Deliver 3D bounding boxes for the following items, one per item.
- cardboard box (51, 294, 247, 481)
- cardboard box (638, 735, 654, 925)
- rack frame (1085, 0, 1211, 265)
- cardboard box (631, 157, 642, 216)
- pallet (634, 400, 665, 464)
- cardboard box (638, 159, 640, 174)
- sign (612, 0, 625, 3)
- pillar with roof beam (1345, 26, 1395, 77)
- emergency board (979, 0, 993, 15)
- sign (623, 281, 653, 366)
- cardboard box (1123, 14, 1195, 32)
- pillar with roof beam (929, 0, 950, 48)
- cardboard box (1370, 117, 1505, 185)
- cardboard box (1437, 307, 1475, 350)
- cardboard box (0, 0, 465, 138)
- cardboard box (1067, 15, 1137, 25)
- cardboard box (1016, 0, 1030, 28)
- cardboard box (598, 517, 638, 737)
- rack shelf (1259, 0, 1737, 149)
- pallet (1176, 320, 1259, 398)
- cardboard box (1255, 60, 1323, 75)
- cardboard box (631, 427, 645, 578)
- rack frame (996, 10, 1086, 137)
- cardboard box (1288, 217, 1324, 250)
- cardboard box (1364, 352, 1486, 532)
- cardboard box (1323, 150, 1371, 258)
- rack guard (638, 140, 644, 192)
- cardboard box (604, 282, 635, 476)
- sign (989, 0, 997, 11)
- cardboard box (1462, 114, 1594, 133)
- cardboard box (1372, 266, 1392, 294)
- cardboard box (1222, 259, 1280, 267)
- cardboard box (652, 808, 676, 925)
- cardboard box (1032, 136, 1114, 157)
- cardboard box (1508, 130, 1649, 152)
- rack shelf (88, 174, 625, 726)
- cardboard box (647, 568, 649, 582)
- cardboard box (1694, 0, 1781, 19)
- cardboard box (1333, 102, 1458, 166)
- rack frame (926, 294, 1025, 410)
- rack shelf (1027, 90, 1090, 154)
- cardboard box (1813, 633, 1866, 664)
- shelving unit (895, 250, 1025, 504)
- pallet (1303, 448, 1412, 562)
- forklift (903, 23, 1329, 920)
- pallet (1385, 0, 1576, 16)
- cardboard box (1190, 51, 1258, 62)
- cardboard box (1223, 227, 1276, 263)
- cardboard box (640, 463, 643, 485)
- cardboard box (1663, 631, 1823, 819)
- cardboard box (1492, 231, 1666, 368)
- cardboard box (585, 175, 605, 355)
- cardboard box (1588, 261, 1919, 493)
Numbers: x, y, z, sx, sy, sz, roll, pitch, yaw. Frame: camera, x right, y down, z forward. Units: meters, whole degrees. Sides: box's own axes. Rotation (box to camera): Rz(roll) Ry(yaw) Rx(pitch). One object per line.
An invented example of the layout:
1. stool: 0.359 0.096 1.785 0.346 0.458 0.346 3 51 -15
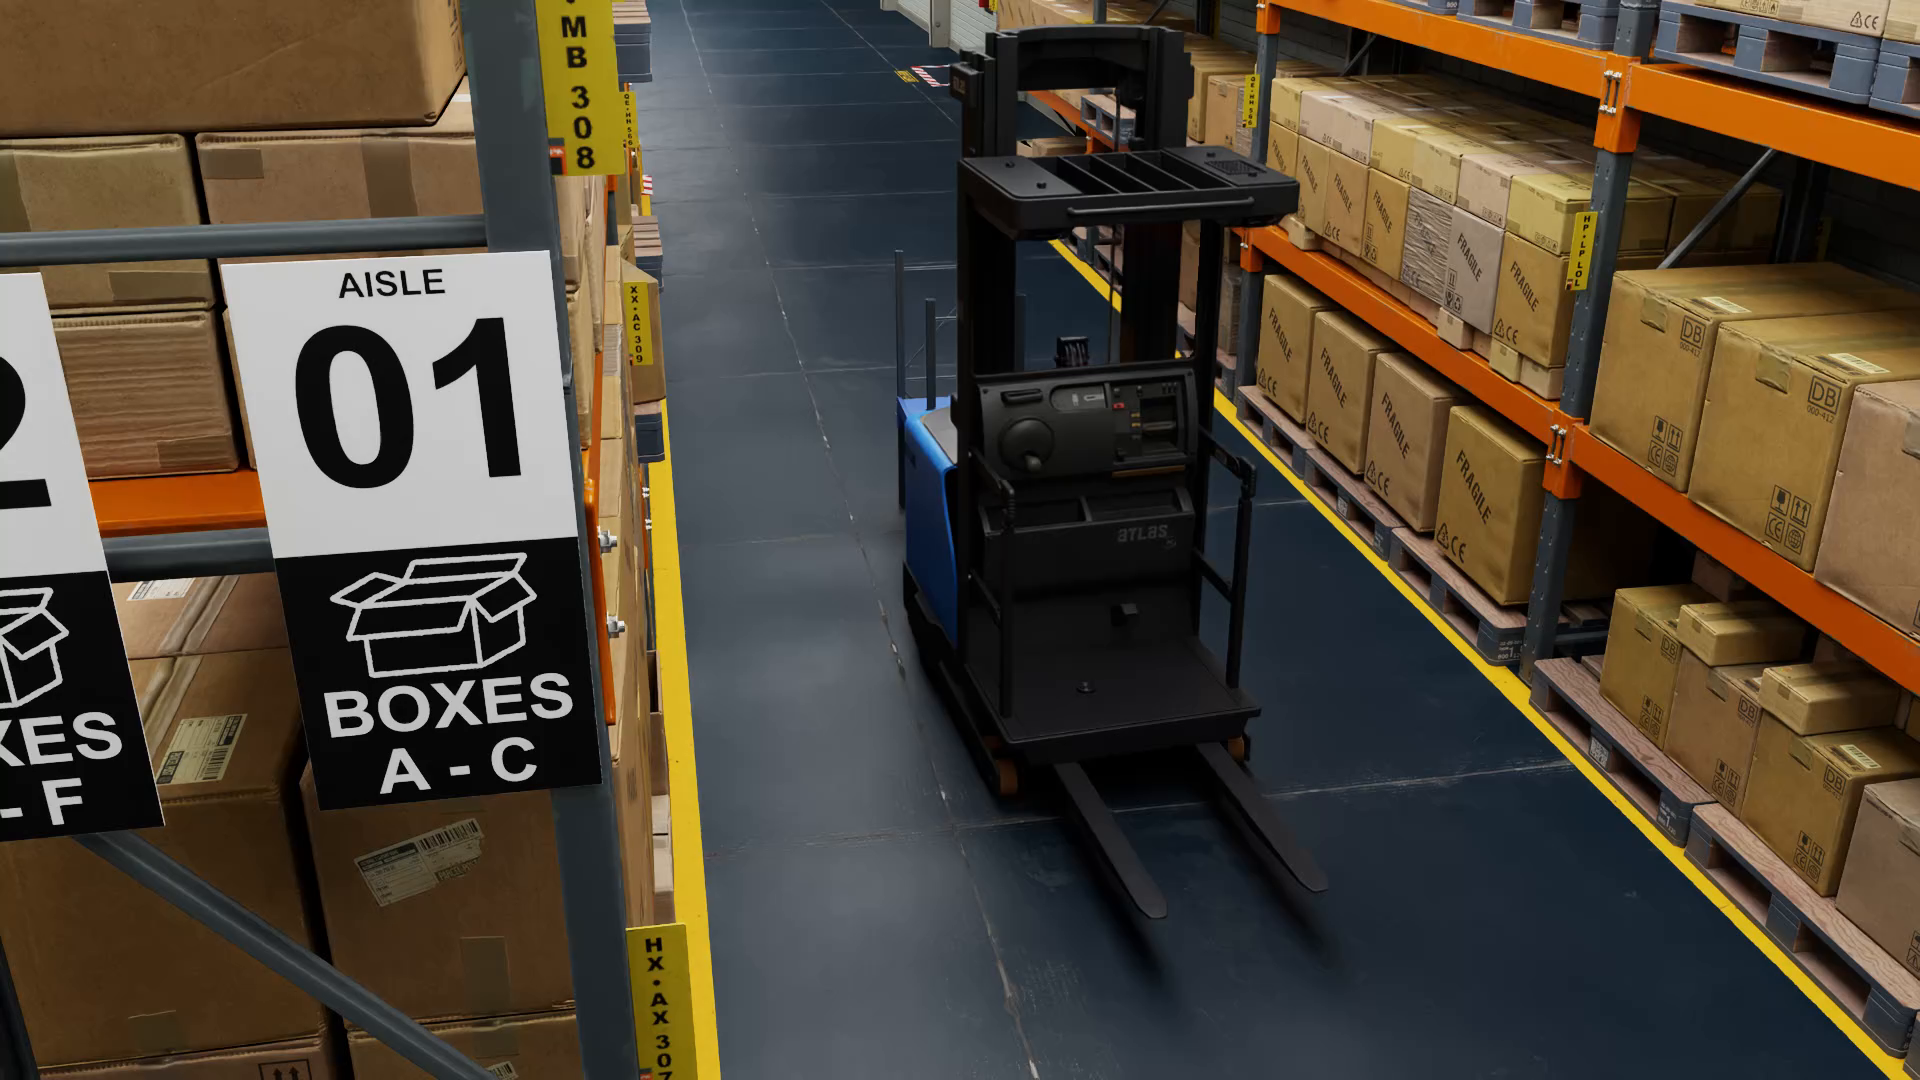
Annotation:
1. cardboard box: -1.370 -0.294 2.614 0.500 0.250 0.500 -4 24 -10
2. cardboard box: -0.940 0.752 3.655 0.500 0.500 0.500 -5 24 -10
3. rack frame: 1.633 -3.893 14.417 1.000 3.000 0.127 -4 24 -10
4. cardboard box: -3.013 -3.007 14.361 0.500 0.500 0.500 -4 24 -10
5. pallet: -1.796 -0.613 7.146 1.003 0.211 1.213 -4 24 -10
6. cardboard box: -3.384 -3.793 16.162 0.500 0.500 0.500 -4 24 -10
7. sign: -1.224 -2.033 5.764 0.100 0.325 0.005 -4 24 -10
8. pillar with roof beam: -1.249 -5.326 10.201 9.100 9.000 0.400 -4 24 -10
9. emergency board: 0.343 -8.590 25.171 0.194 1.169 0.643 -4 24 -10
10. sign: -1.224 -0.818 6.295 0.100 0.325 0.005 -4 24 -10
11. cardboard box: 1.751 -4.378 14.751 0.500 0.500 0.500 -5 24 -11
12. pillar with roof beam: -4.577 -12.406 26.412 9.100 9.000 0.400 -4 24 -10
13. cardboard box: 2.500 -2.049 8.736 0.500 0.250 0.500 -5 24 -11
14. cardboard box: 2.591 -1.055 8.207 0.380 0.149 0.250 -4 24 -10
15. cardboard box: -1.127 -0.885 2.406 0.700 0.500 0.500 -4 24 -10
16. cardboard box: 1.241 -4.340 14.666 0.500 0.500 0.500 -4 24 -10
17. cardboard box: 0.857 -5.142 16.501 0.500 0.500 0.500 -5 24 -11
18. cardboard box: -0.943 0.292 3.460 0.500 0.500 0.500 -4 24 -9
19. rack shelf: 2.742 -2.578 8.557 1.077 0.370 4.000 -4 24 -10
20. pallet: 2.229 -1.350 12.076 1.003 0.211 1.213 -4 24 -10
21. cardboard box: 2.205 -3.124 11.169 0.380 0.149 0.250 -8 25 -19
22. cardboard box: -1.314 -0.044 5.478 0.500 0.500 0.500 -4 24 -8
23. rack frame: 0.893 -5.467 18.019 1.000 3.000 0.127 -4 24 -10
24. cardboard box: 2.209 -1.857 10.043 0.380 0.149 0.250 -4 24 -8
25. cardboard box: 2.697 -0.549 8.921 0.750 0.750 0.750 -4 24 -8
26. cardboard box: 2.389 -1.899 9.329 0.500 0.500 0.500 -4 24 -10
27. rack guard: -3.979 -3.962 17.698 1.175 0.500 0.348 -4 24 -10
28. cardboard box: -1.310 -0.501 5.276 0.500 0.500 0.500 -5 24 -11
29. sign: 0.360 -5.823 17.754 0.100 0.325 0.005 -4 24 -10
30. cardboard box: 2.990 -2.089 8.828 0.500 0.250 0.500 -5 24 -11
31. cardboard box: 2.500 -1.465 9.145 0.380 0.149 0.250 -4 24 -9
32. cardboard box: 2.207 -1.867 12.350 0.700 0.500 0.500 -4 24 -10
33. cardboard box: -1.233 1.150 5.678 0.500 0.311 0.500 -4 24 -10
34. cardboard box: 1.124 -3.727 16.610 0.700 0.500 0.500 -6 24 -13
35. cardboard box: 3.082 -1.884 8.357 0.500 0.250 0.500 -5 24 -12
36. rack shelf: -1.386 -0.637 4.111 1.077 0.370 4.000 -4 24 -10
37. cardboard box: -1.715 0.148 7.737 0.500 0.500 0.500 -4 24 -9
38. cardboard box: 2.981 -1.999 5.870 0.500 0.250 0.500 -4 24 -10
39. cardboard box: 2.399 -2.250 9.194 0.500 0.250 0.500 -4 24 -9
40. rack frame: 0.078 -0.521 8.569 0.500 1.500 0.032 -4 24 -10
41. rack shelf: 1.263 -4.350 16.362 1.077 0.370 4.000 -4 24 -10
42. cardboard box: 3.466 0.450 6.260 0.380 0.149 0.250 -5 24 -11
43. shelving unit: -0.016 -0.721 9.027 0.538 1.500 1.048 -4 24 -10
44. pallet: 2.666 -0.248 9.553 1.003 0.211 1.213 -4 24 -10
45. forklift: 0.591 -0.457 6.634 1.130 2.935 3.031 -6 24 -14
46. pallet: 2.753 -2.919 8.674 1.003 0.211 1.213 -3 24 -7
47. cardboard box: 1.942 -3.461 12.752 0.700 0.500 0.500 -1 24 -2
48. cardboard box: 2.144 -2.228 12.240 0.500 0.250 0.500 -4 24 -9
49. cardboard box: -1.791 -0.380 8.009 0.500 0.250 0.500 -4 24 -10
50. cardboard box: 3.239 0.706 6.484 0.700 0.500 0.500 -5 24 -10
51. cardboard box: 2.779 -1.101 7.501 0.500 0.500 0.500 -5 24 -11
52. cardboard box: -0.941 -0.530 3.154 0.500 0.250 0.500 -4 24 -10
53. cardboard box: 3.196 -0.669 6.660 0.980 0.700 0.700 -4 24 -9
